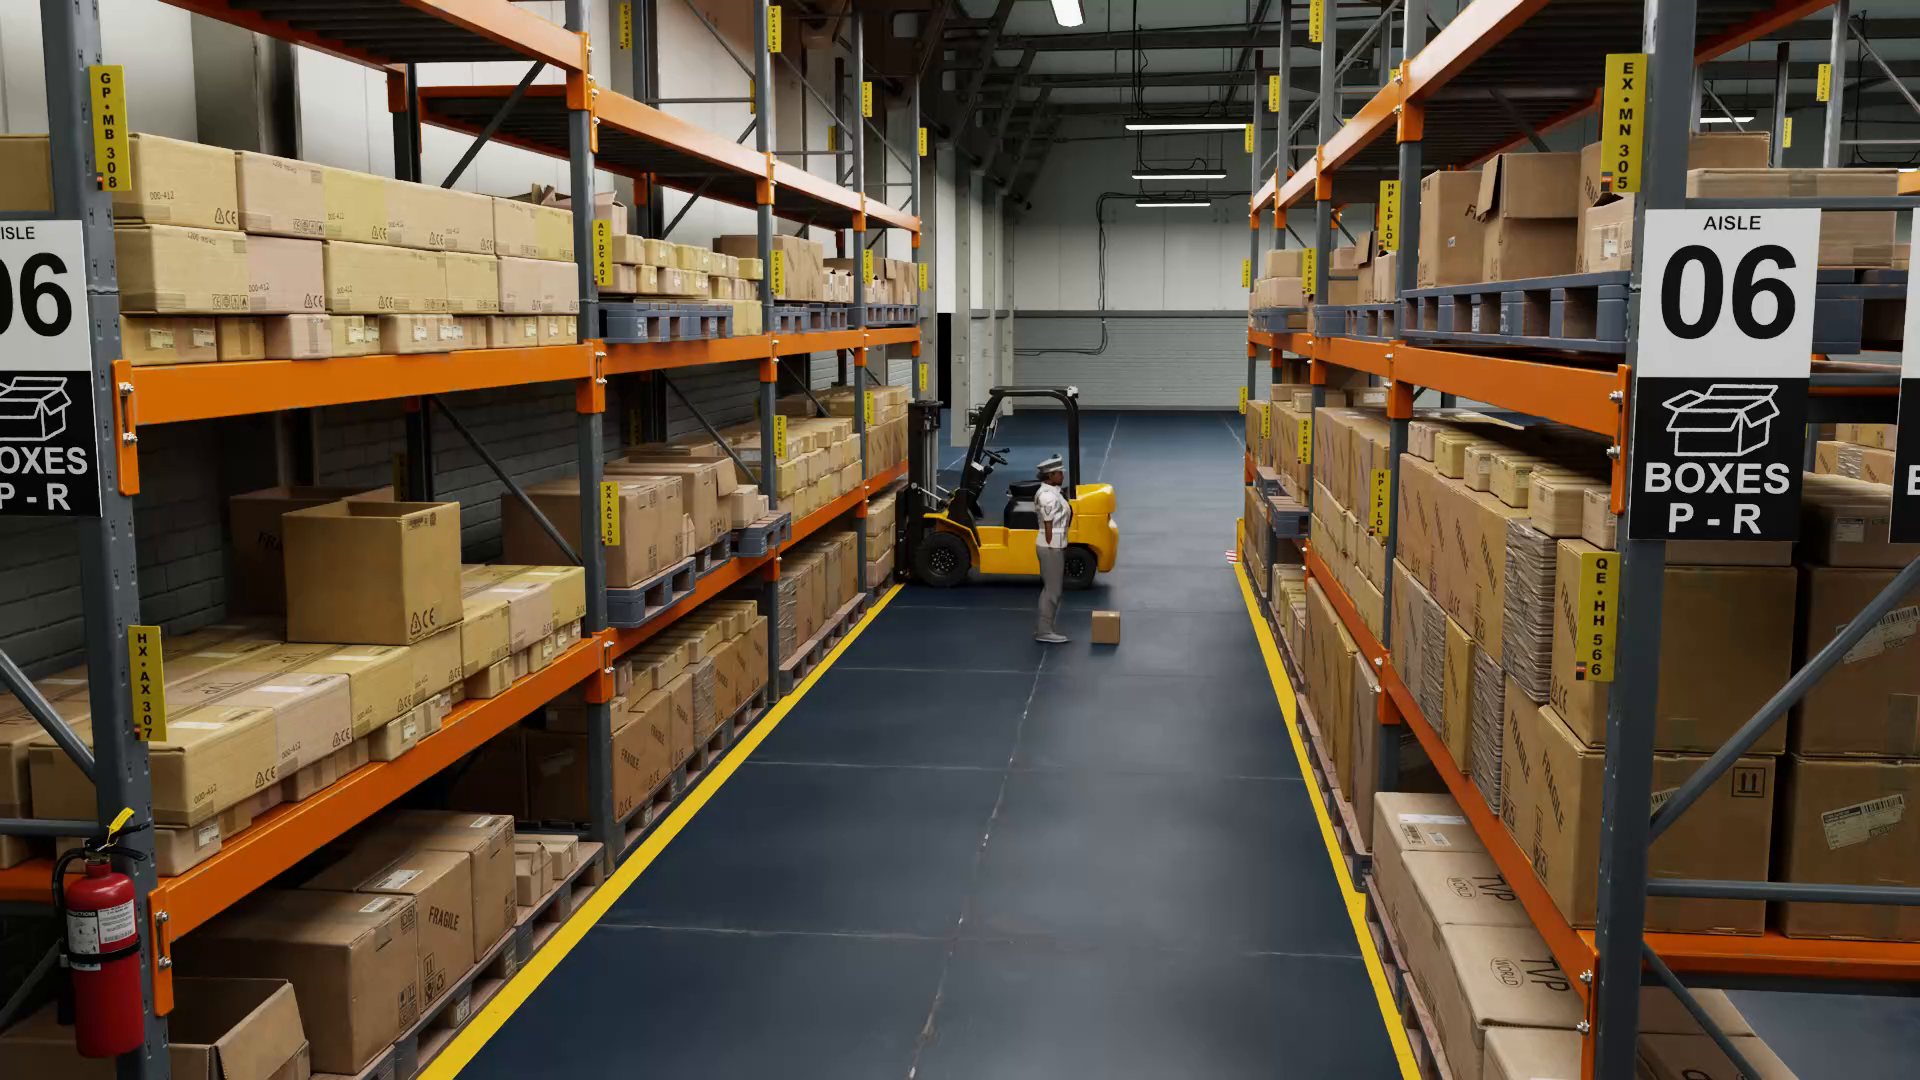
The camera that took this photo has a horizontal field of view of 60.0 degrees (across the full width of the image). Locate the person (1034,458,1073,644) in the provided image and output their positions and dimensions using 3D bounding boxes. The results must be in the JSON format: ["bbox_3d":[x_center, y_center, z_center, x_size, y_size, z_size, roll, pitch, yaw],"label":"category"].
[{"bbox_3d":[0.848,0.098,15.135,0.340,1.706,0.436,1,8,8],"label":"person"}]
